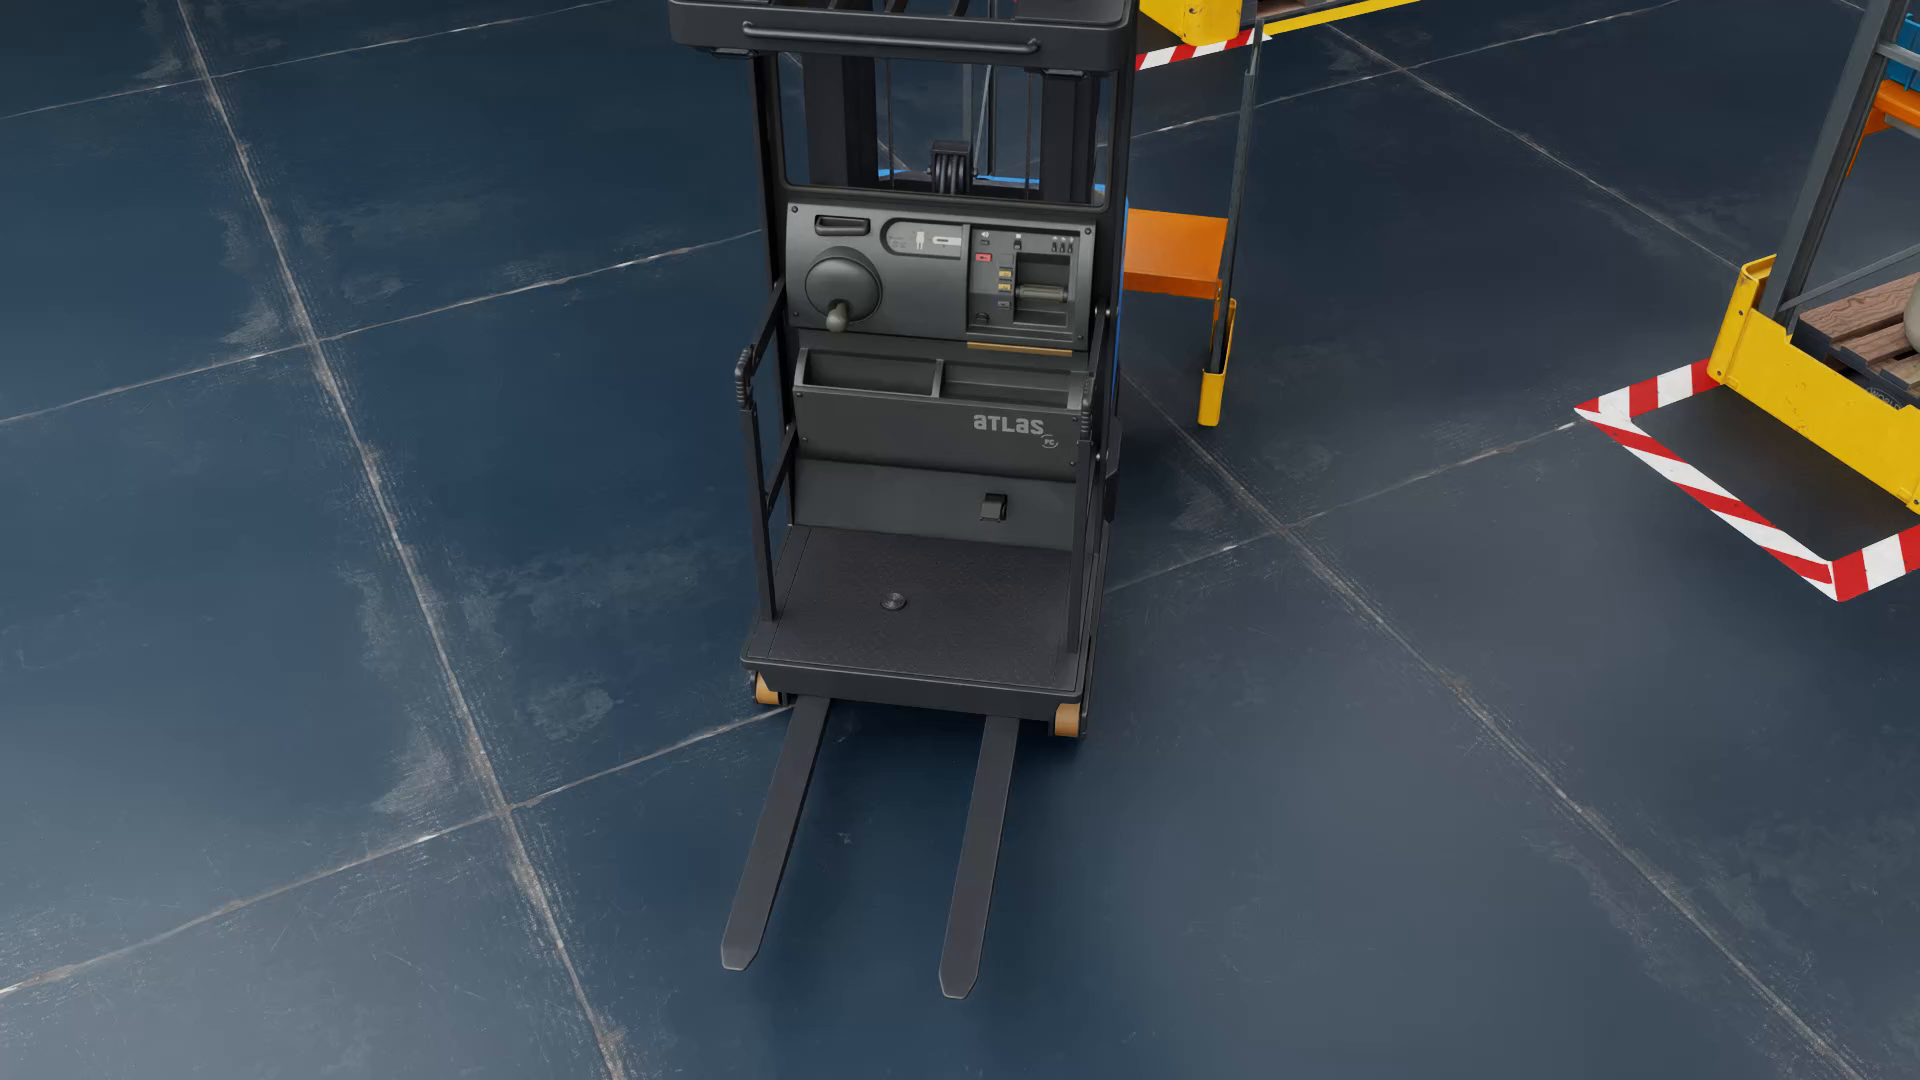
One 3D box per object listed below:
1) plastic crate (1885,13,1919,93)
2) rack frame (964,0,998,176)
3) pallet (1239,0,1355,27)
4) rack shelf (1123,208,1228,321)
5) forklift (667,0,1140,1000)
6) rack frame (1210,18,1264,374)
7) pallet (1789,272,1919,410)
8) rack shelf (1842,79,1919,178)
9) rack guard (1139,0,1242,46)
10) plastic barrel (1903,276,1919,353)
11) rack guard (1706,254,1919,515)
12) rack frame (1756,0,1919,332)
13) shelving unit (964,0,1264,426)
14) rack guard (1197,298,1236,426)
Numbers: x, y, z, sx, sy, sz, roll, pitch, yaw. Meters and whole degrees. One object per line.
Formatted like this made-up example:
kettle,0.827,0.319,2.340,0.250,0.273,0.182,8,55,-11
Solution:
plastic crate,3.845,-1.805,6.175,0.616,0.251,0.499,-19,44,-21
rack frame,0.081,-1.366,6.702,0.032,1.500,0.500,8,41,9
pallet,1.913,-3.568,10.302,1.213,0.211,1.003,-19,44,-21
rack shelf,0.577,-1.159,6.736,1.000,0.185,0.538,8,41,9
forklift,-0.093,-0.718,4.830,1.130,2.935,3.031,6,41,6
rack frame,1.074,-1.226,6.538,0.032,1.500,0.500,8,41,9
pallet,4.308,-0.765,6.991,1.213,0.211,1.003,-19,44,-21
rack shelf,5.313,-1.863,6.686,4.000,0.370,1.077,-19,44,-21
rack guard,1.233,-3.419,9.902,0.348,0.500,1.175,-19,44,-21
plastic barrel,4.087,-0.991,6.700,0.421,0.512,0.421,0,40,0
rack guard,3.585,-0.636,6.615,0.348,0.500,1.175,-19,44,-21
rack frame,3.539,-1.541,5.748,0.127,3.000,1.000,-19,44,-21
shelving unit,0.586,-1.295,6.619,1.083,1.500,0.587,8,41,9
rack guard,1.073,-0.749,6.942,0.087,0.250,0.587,8,41,9
